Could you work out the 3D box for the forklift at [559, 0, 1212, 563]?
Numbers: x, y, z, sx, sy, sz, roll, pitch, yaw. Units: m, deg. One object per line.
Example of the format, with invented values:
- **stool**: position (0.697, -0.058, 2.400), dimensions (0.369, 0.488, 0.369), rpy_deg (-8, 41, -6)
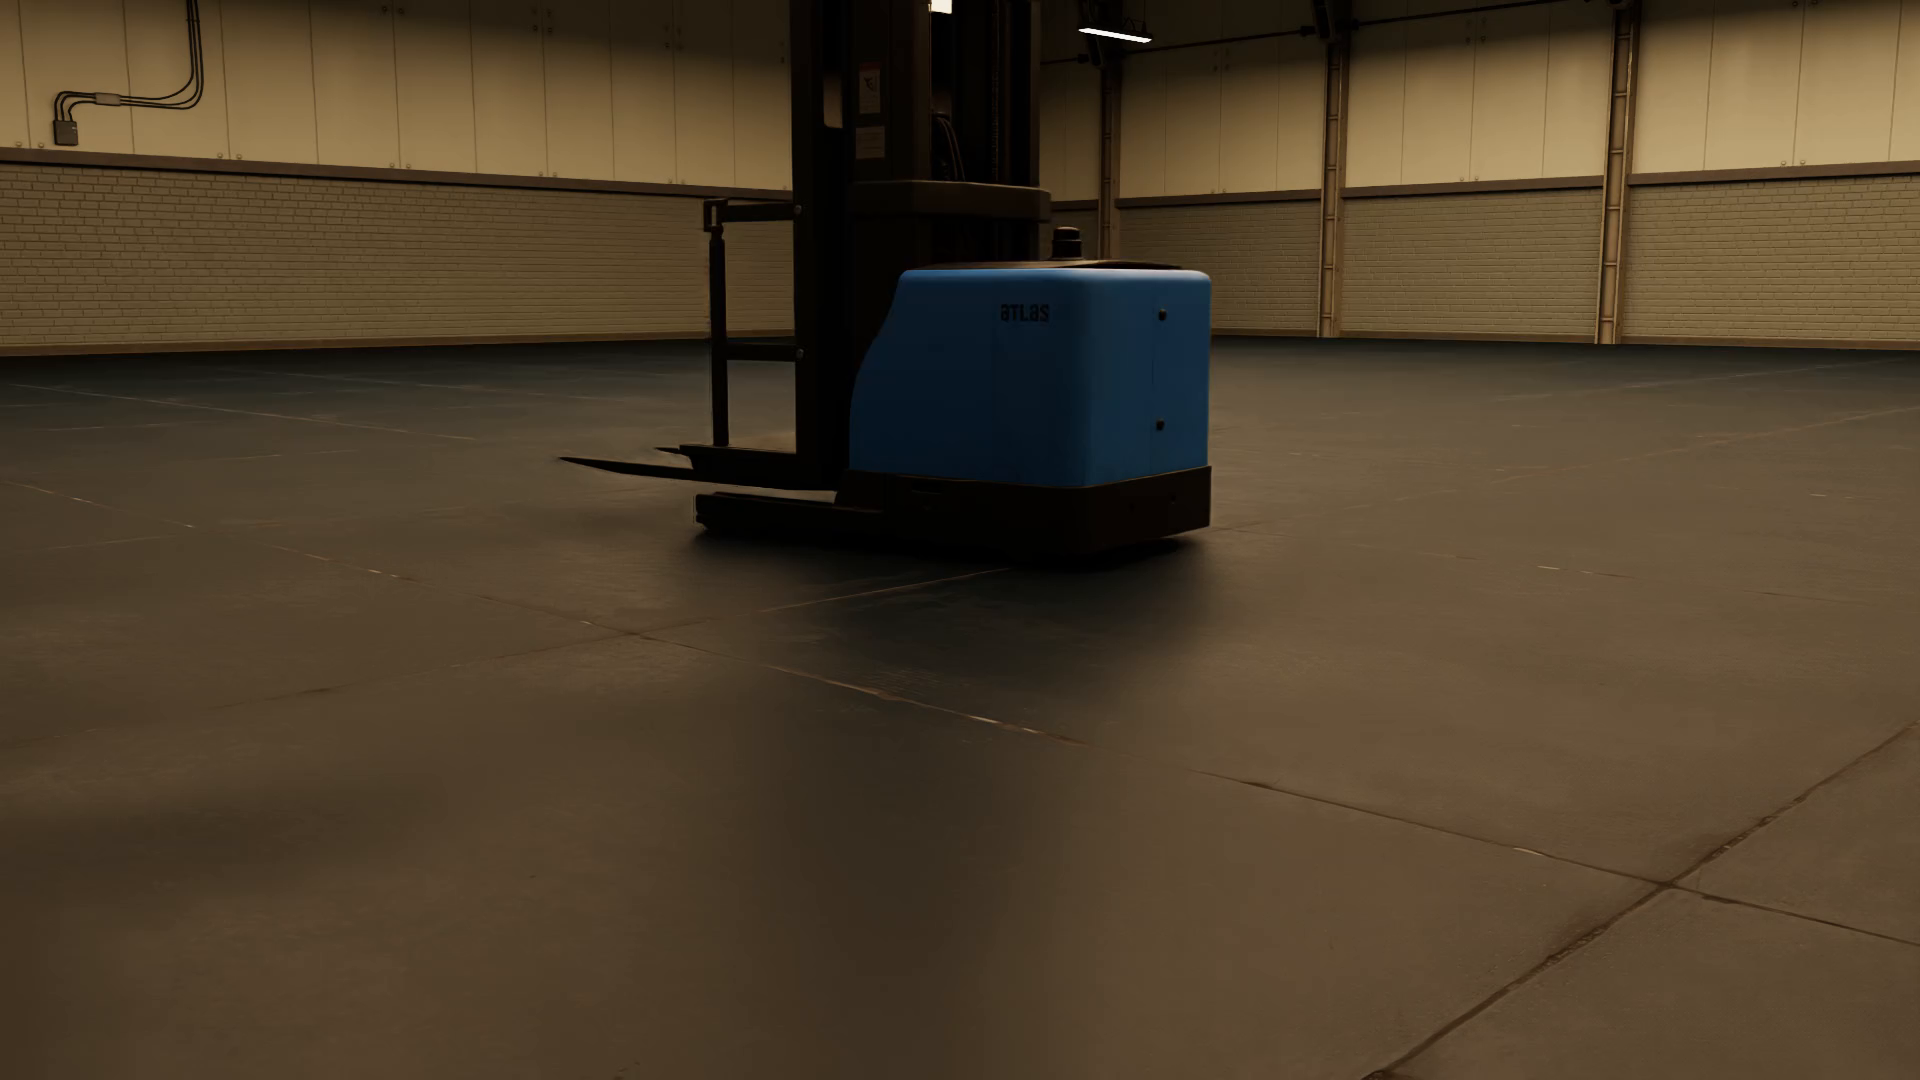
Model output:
- **forklift**: position (-0.478, -1.518, 6.955), dimensions (3.031, 2.935, 1.130), rpy_deg (7, 11, 37)
